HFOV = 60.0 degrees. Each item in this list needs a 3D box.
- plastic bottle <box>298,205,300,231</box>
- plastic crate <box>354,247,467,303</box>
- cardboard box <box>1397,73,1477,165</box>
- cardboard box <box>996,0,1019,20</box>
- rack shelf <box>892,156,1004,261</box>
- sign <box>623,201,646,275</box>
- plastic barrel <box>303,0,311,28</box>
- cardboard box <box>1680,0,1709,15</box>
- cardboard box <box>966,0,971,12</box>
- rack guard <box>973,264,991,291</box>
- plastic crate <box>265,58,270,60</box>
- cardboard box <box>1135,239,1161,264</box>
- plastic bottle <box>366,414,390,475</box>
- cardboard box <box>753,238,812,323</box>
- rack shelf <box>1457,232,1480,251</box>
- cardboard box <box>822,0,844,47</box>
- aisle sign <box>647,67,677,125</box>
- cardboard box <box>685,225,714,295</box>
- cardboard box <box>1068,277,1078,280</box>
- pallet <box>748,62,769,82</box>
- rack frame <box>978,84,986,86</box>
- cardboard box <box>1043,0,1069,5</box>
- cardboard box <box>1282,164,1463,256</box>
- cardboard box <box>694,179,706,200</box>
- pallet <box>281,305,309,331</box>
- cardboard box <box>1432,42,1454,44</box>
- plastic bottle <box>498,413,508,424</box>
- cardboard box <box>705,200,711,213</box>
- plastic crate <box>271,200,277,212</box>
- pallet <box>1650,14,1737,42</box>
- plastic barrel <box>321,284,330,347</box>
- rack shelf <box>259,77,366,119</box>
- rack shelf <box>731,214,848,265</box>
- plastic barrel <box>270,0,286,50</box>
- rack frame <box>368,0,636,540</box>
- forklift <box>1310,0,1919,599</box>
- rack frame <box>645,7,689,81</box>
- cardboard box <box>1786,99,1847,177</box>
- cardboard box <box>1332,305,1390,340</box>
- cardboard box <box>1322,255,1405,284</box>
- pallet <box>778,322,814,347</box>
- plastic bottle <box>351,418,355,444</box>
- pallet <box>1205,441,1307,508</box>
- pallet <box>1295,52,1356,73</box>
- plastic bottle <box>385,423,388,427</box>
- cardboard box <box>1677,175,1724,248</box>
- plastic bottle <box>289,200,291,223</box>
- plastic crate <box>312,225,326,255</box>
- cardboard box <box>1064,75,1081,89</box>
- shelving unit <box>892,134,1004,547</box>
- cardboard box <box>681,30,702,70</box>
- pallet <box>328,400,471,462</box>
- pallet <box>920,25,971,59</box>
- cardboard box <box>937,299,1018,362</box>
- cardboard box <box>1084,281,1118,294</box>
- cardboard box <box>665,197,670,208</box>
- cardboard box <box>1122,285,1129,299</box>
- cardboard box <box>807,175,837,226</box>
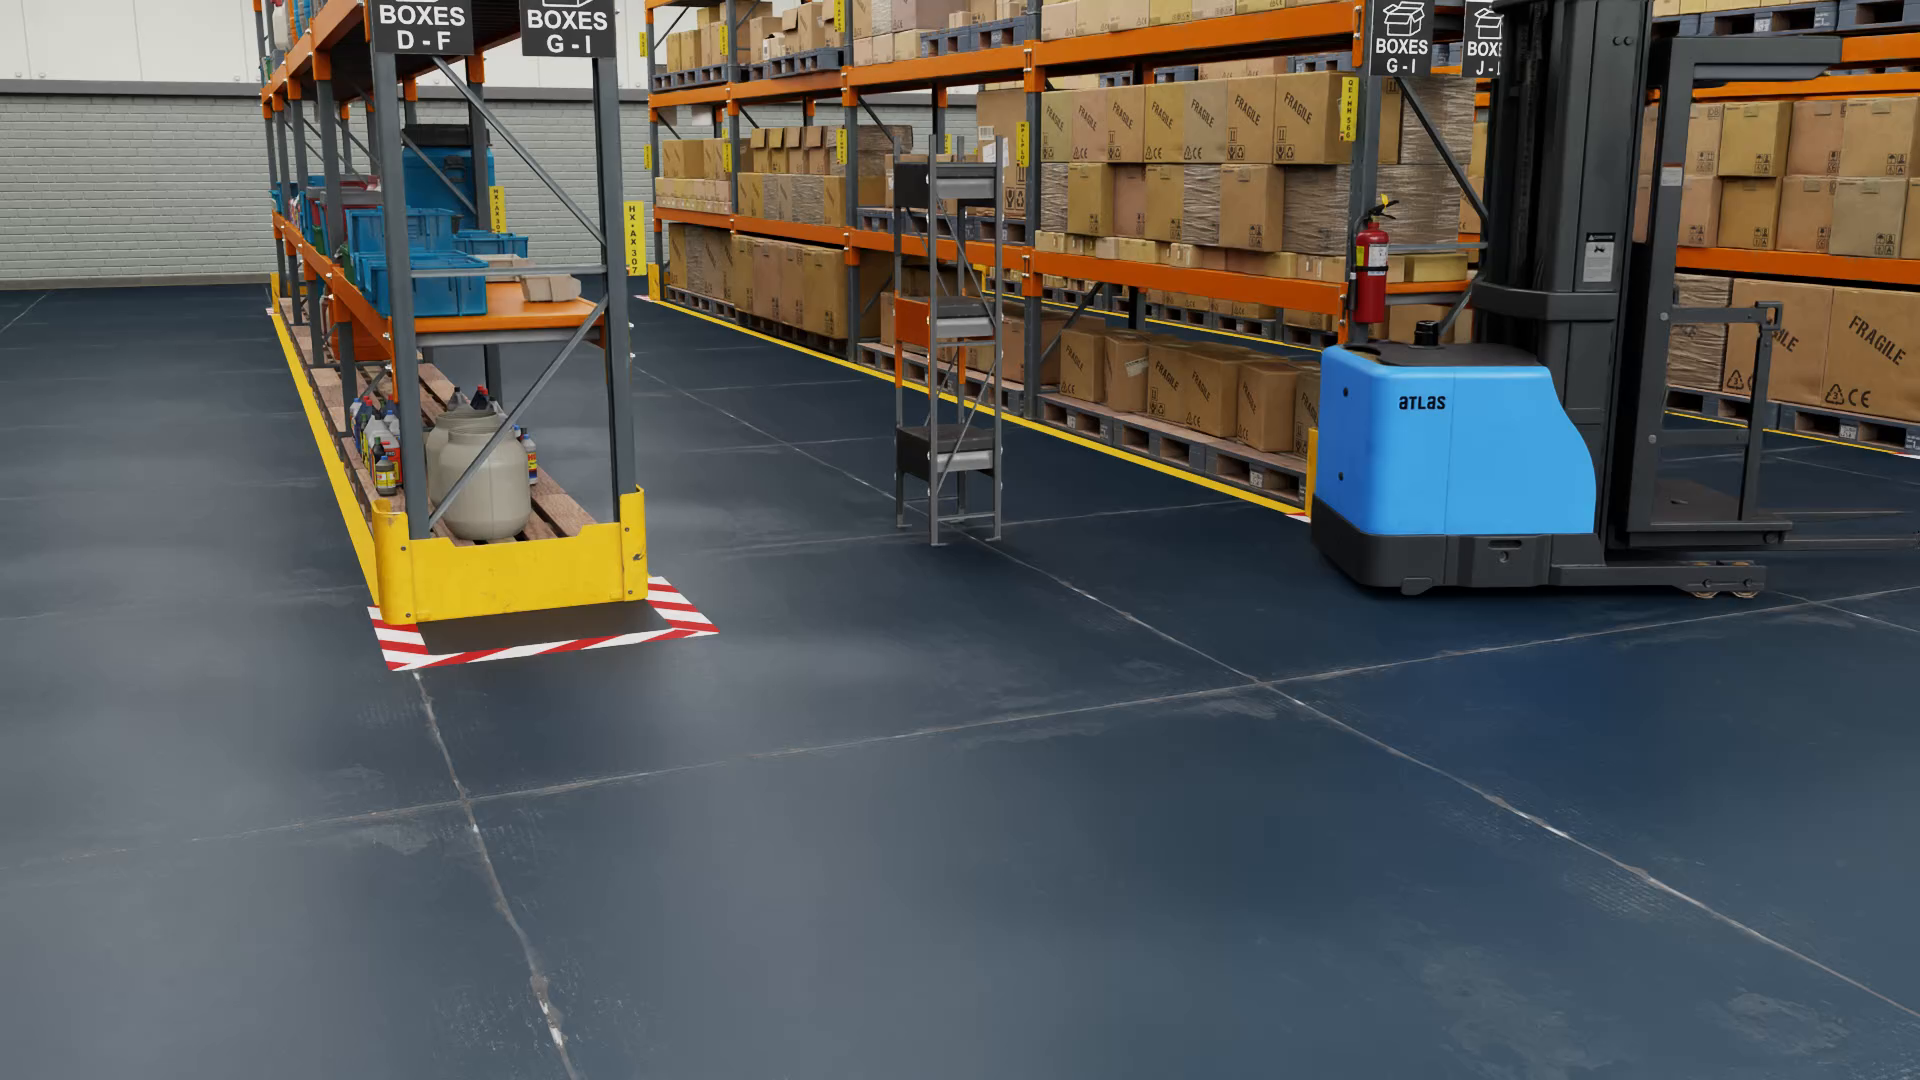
[{"bbox_3d":[-6.176,-3.039,15.605,0.061,0.283,0.133,-6,14,-23],"label":"plastic bottle"},{"bbox_3d":[-2.690,-1.300,8.165,0.499,0.251,0.408,-6,14,-23],"label":"plastic crate"},{"bbox_3d":[2.607,-2.428,9.609,0.500,0.500,0.500,-6,14,-23],"label":"cardboard box"},{"bbox_3d":[0.507,-4.221,13.169,0.396,0.266,0.258,-5,14,-21],"label":"cardboard box"},{"bbox_3d":[-0.066,-1.726,8.626,0.431,0.518,0.480,-6,14,-23],"label":"rack shelf"},{"bbox_3d":[-1.455,-1.345,7.416,0.100,0.325,0.005,-6,14,-23],"label":"sign"},{"bbox_3d":[-3.966,-3.779,10.781,0.600,0.901,0.708,-6,14,-23],"label":"plastic barrel"},{"bbox_3d":[5.804,-4.139,12.851,0.380,0.149,0.250,-6,14,-24],"label":"cardboard box"},{"bbox_3d":[0.193,-4.731,14.675,0.500,0.500,0.500,-5,14,-22],"label":"cardboard box"},{"bbox_3d":[0.784,-4.108,25.511,1.175,0.500,0.348,-6,14,-23],"label":"rack guard"},{"bbox_3d":[-7.425,-5.180,18.317,0.416,0.233,0.300,-6,14,-23],"label":"plastic crate"},{"bbox_3d":[1.399,-1.933,11.125,0.380,0.149,0.250,-6,14,-23],"label":"cardboard box"},{"bbox_3d":[-3.300,-0.542,9.459,0.144,0.351,0.185,-5,14,-21],"label":"plastic bottle"},{"bbox_3d":[-1.596,-2.943,18.712,1.225,0.875,0.875,-6,14,-25],"label":"cardboard box"},{"bbox_3d":[4.759,-2.925,16.452,1.077,0.370,4.000,-6,14,-23],"label":"rack shelf"},{"bbox_3d":[-0.938,-5.098,16.430,0.797,0.503,0.637,-5,14,-20],"label":"cardboard box"},{"bbox_3d":[-4.136,-6.169,23.106,0.394,0.787,0.004,-6,14,-23],"label":"aisle sign"},{"bbox_3d":[-3.138,-3.771,22.292,0.875,0.875,0.875,-6,14,-23],"label":"cardboard box"},{"bbox_3d":[1.695,-3.621,22.593,0.380,0.149,0.250,-6,14,-25],"label":"cardboard box"},{"bbox_3d":[-1.817,-5.271,18.765,0.805,0.209,1.217,-6,14,-25],"label":"pallet"},{"bbox_3d":[0.753,-8.264,24.621,1.000,3.000,0.127,-6,14,-23],"label":"rack frame"},{"bbox_3d":[0.823,-3.923,11.963,0.380,0.149,0.250,-6,14,-25],"label":"cardboard box"},{"bbox_3d":[2.382,-1.919,9.626,0.875,0.500,0.500,-6,14,-23],"label":"cardboard box"},{"bbox_3d":[-3.061,-4.440,21.073,0.500,0.250,0.500,-5,14,-22],"label":"cardboard box"},{"bbox_3d":[-7.590,-2.683,19.994,1.003,0.211,1.213,-6,14,-23],"label":"pallet"},{"bbox_3d":[4.453,-4.981,16.131,0.500,0.311,0.500,-6,14,-24],"label":"cardboard box"},{"bbox_3d":[-2.773,-0.628,9.996,0.152,0.276,0.135,-5,14,-22],"label":"plastic bottle"},{"bbox_3d":[-2.961,-4.158,20.742,0.380,0.149,0.250,-5,14,-22],"label":"cardboard box"},{"bbox_3d":[-8.248,-4.073,20.269,0.250,0.136,0.298,-6,14,-23],"label":"plastic crate"},{"bbox_3d":[5.878,-4.111,13.523,1.003,0.211,1.213,-6,14,-23],"label":"pallet"},{"bbox_3d":[-5.829,-2.177,16.040,0.600,0.588,0.708,-6,14,-23],"label":"plastic barrel"},{"bbox_3d":[-7.569,-5.165,19.476,1.077,0.370,4.000,-6,14,-23],"label":"rack shelf"},{"bbox_3d":[-1.428,-3.324,18.177,1.077,0.370,4.000,-6,14,-23],"label":"rack shelf"},{"bbox_3d":[-6.787,-5.242,16.980,0.433,0.535,0.433,0,13,0],"label":"plastic barrel"},{"bbox_3d":[-1.961,-1.162,7.236,1.000,3.000,0.127,-6,14,-23],"label":"rack frame"},{"bbox_3d":[3.332,-1.275,7.880,3.031,2.935,1.130,-1,13,-3],"label":"forklift"},{"bbox_3d":[-3.832,-7.837,22.775,1.000,3.000,0.127,-6,14,-23],"label":"rack frame"},{"bbox_3d":[6.645,-2.949,12.230,0.875,0.550,0.550,-6,14,-23],"label":"cardboard box"},{"bbox_3d":[4.473,-2.483,17.004,1.050,0.750,0.750,-5,14,-22],"label":"cardboard box"},{"bbox_3d":[2.274,-1.527,9.371,0.380,0.149,0.250,-6,14,-23],"label":"cardboard box"},{"bbox_3d":[-1.359,-2.325,18.445,1.003,0.211,1.213,-6,14,-23],"label":"pallet"},{"bbox_3d":[-3.797,-0.713,10.526,0.097,0.201,0.097,0,13,0],"label":"plastic bottle"},{"bbox_3d":[2.254,-0.437,10.290,1.003,0.211,1.213,-6,14,-23],"label":"pallet"},{"bbox_3d":[4.264,-4.930,17.285,1.213,0.211,1.003,-5,14,-20],"label":"pallet"},{"bbox_3d":[-3.451,-0.603,9.897,0.097,0.271,0.097,0,13,0],"label":"plastic bottle"},{"bbox_3d":[6.068,-2.627,13.233,0.875,0.550,0.550,-6,14,-23],"label":"cardboard box"},{"bbox_3d":[-7.012,-3.470,17.467,0.061,0.283,0.133,-6,14,-23],"label":"plastic bottle"},{"bbox_3d":[-4.519,-2.219,12.275,0.450,0.188,0.662,-6,14,-23],"label":"plastic crate"},{"bbox_3d":[1.722,-6.085,22.188,0.500,0.250,0.500,-6,14,-23],"label":"cardboard box"},{"bbox_3d":[-0.066,-1.057,8.781,0.431,2.100,0.503,-6,14,-23],"label":"shelving unit"},{"bbox_3d":[-3.208,-6.346,21.608,0.700,0.500,0.500,-7,15,-27],"label":"cardboard box"},{"bbox_3d":[-3.913,-0.788,11.807,1.003,0.211,1.213,-6,14,-23],"label":"pallet"},{"bbox_3d":[0.407,-4.156,13.940,1.213,0.211,1.003,-6,14,-23],"label":"pallet"},{"bbox_3d":[0.127,-1.892,14.959,0.700,0.500,0.500,-4,14,-18],"label":"cardboard box"},{"bbox_3d":[1.886,-3.381,22.218,0.380,0.149,0.250,-5,14,-22],"label":"cardboard box"},{"bbox_3d":[-3.785,-4.583,22.578,0.380,0.149,0.250,-6,14,-24],"label":"cardboard box"},{"bbox_3d":[2.409,-3.325,21.198,0.500,0.500,0.500,-5,14,-21],"label":"cardboard box"},{"bbox_3d":[-1.246,-3.494,17.090,0.500,0.500,0.500,-6,14,-23],"label":"cardboard box"}]
